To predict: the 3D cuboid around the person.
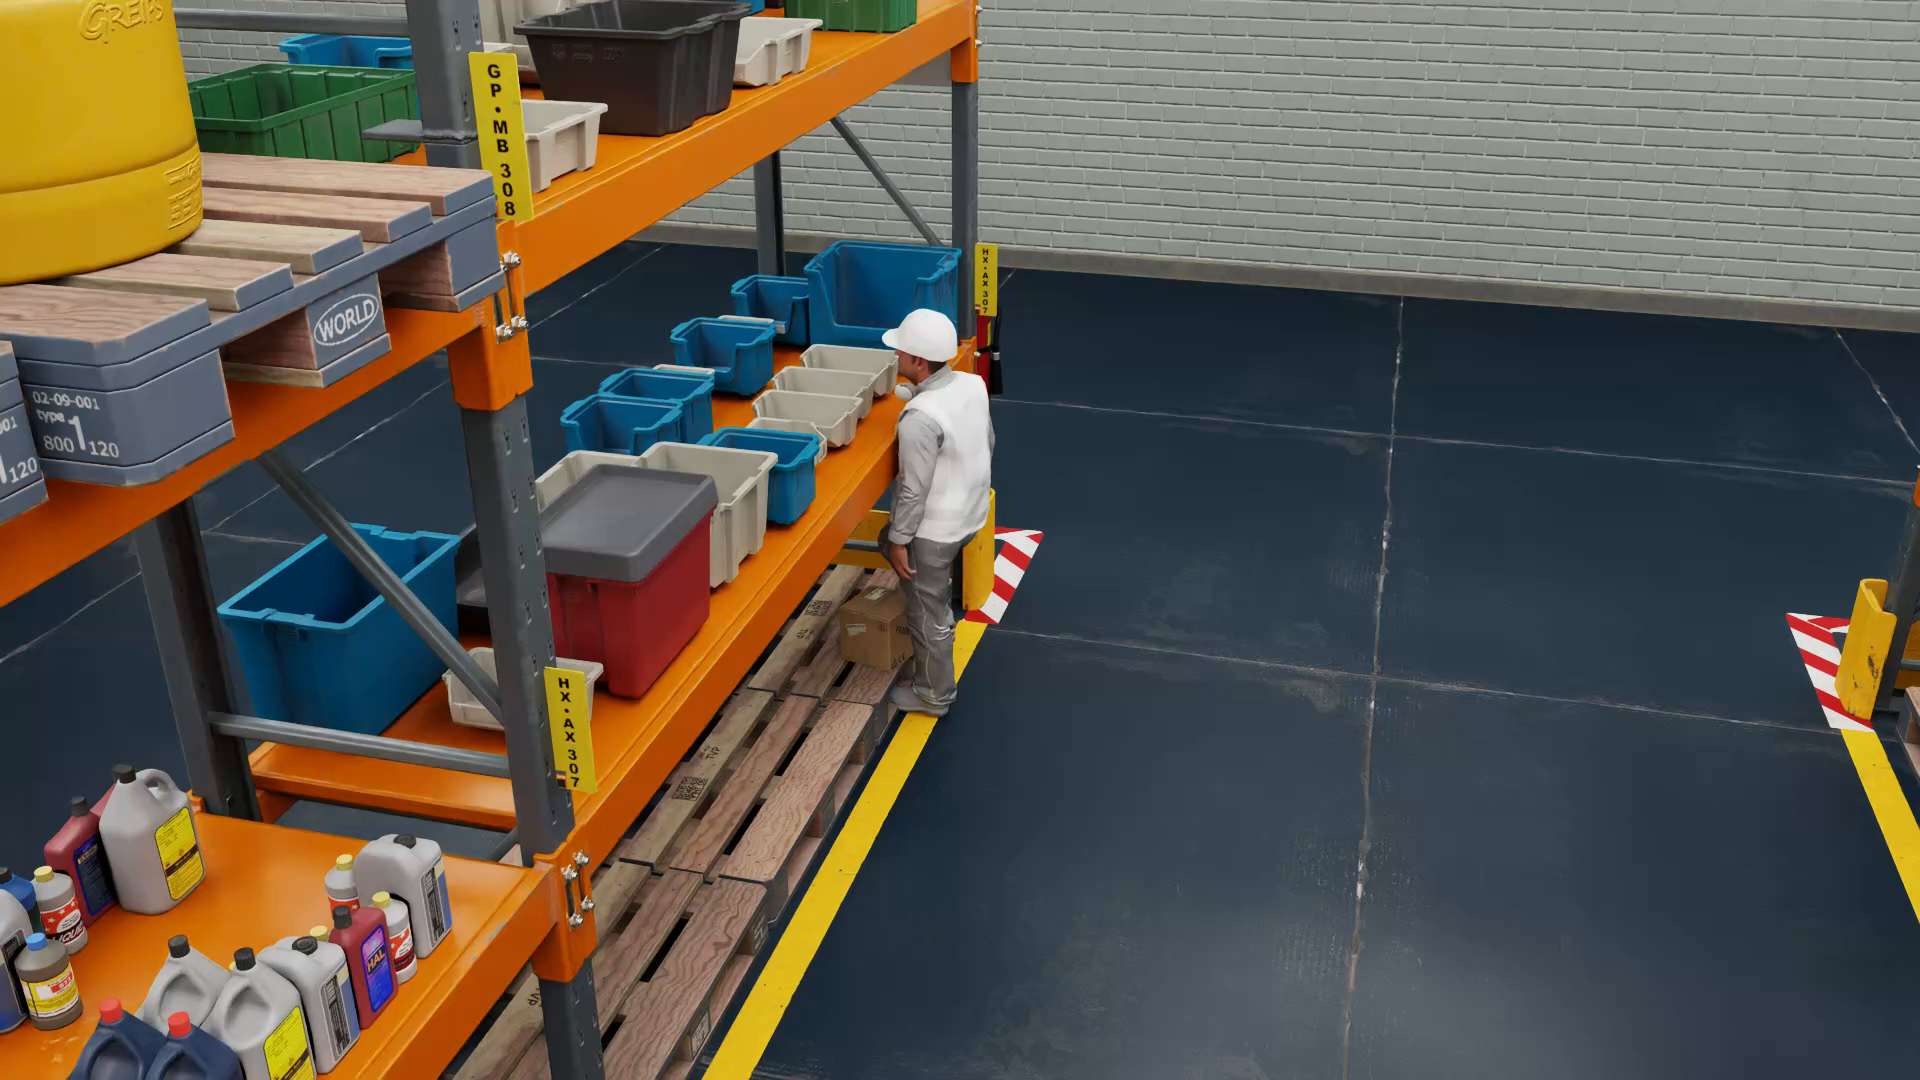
[{"bbox_3d":[-0.173,-0.106,6.778,0.611,1.777,0.636,15,29,28],"label":"person"}]
